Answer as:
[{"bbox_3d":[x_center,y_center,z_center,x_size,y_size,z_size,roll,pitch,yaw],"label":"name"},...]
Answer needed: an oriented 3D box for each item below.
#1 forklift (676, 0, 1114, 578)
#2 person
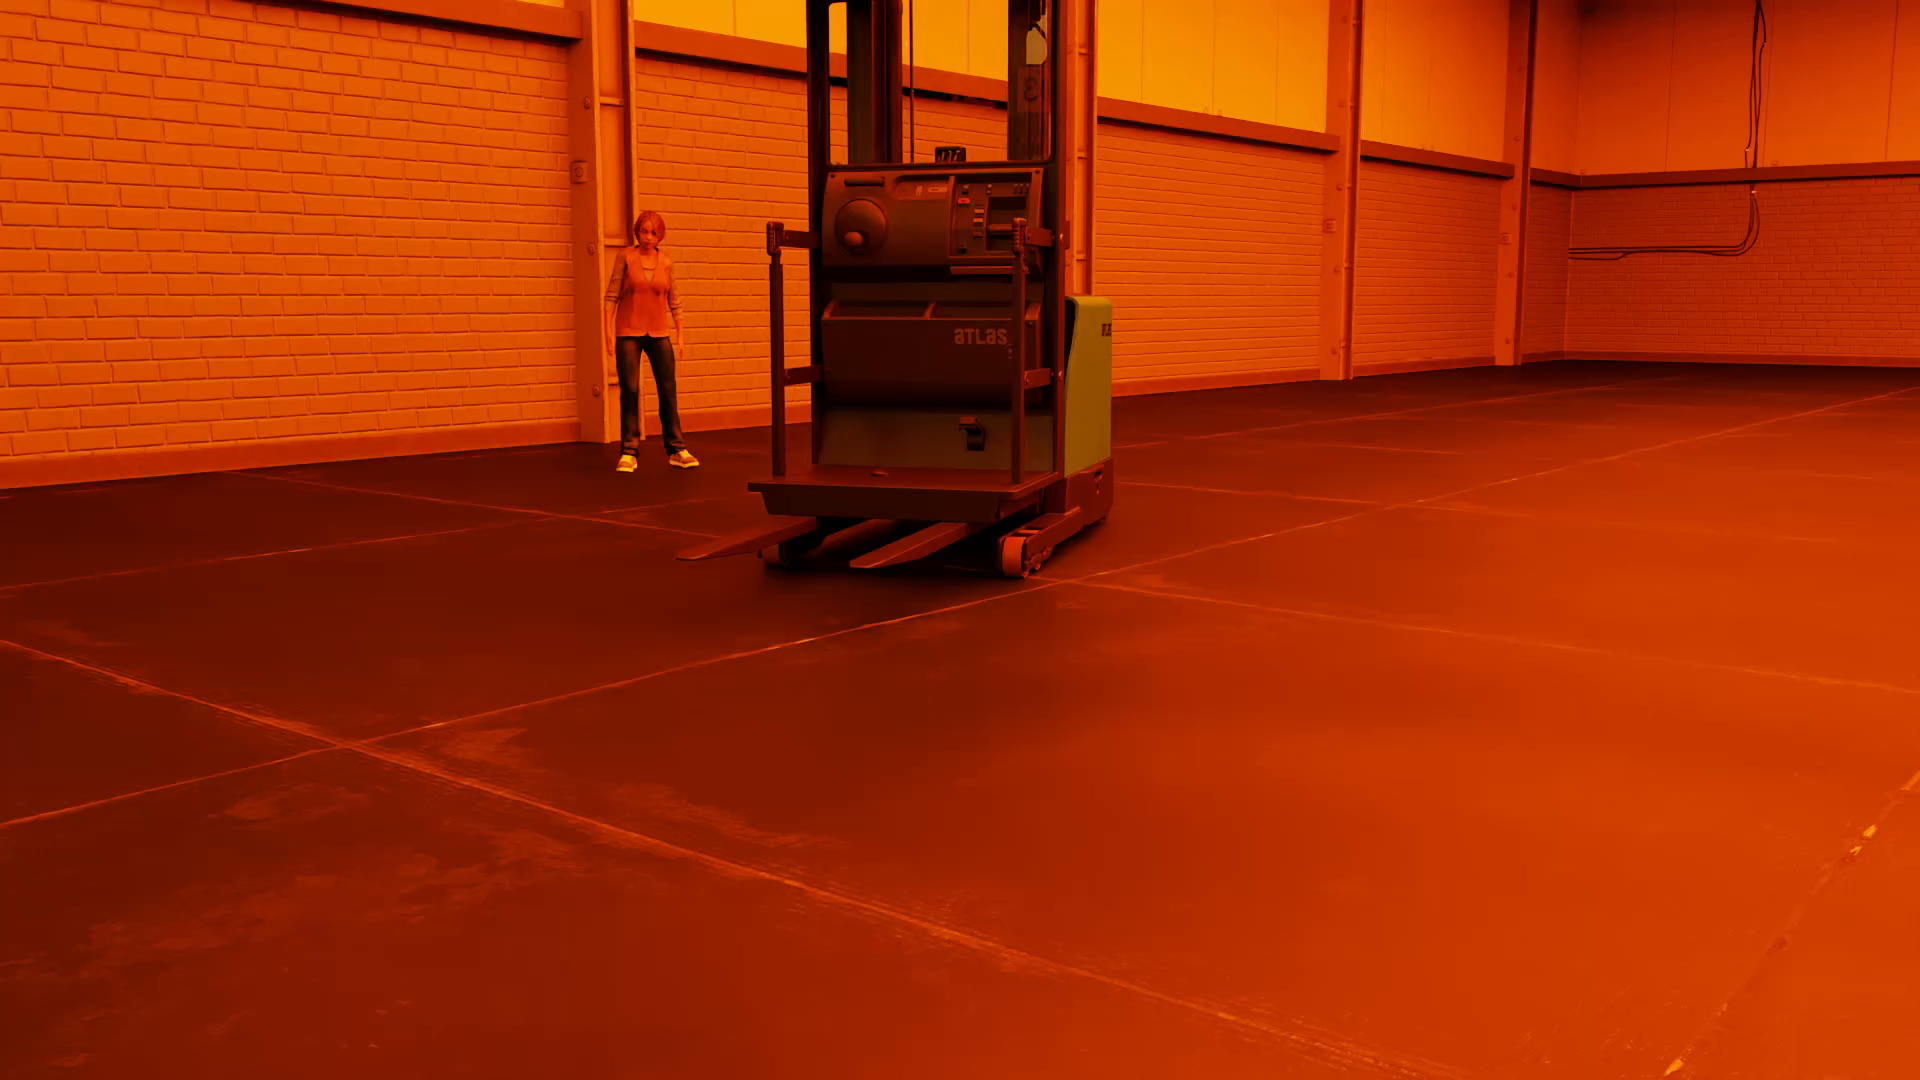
[{"bbox_3d":[-0.176,-1.366,6.616,1.130,2.935,3.031,3,9,17],"label":"forklift"},{"bbox_3d":[-1.945,-1.237,10.375,0.549,1.596,0.391,-4,9,-26],"label":"person"}]
